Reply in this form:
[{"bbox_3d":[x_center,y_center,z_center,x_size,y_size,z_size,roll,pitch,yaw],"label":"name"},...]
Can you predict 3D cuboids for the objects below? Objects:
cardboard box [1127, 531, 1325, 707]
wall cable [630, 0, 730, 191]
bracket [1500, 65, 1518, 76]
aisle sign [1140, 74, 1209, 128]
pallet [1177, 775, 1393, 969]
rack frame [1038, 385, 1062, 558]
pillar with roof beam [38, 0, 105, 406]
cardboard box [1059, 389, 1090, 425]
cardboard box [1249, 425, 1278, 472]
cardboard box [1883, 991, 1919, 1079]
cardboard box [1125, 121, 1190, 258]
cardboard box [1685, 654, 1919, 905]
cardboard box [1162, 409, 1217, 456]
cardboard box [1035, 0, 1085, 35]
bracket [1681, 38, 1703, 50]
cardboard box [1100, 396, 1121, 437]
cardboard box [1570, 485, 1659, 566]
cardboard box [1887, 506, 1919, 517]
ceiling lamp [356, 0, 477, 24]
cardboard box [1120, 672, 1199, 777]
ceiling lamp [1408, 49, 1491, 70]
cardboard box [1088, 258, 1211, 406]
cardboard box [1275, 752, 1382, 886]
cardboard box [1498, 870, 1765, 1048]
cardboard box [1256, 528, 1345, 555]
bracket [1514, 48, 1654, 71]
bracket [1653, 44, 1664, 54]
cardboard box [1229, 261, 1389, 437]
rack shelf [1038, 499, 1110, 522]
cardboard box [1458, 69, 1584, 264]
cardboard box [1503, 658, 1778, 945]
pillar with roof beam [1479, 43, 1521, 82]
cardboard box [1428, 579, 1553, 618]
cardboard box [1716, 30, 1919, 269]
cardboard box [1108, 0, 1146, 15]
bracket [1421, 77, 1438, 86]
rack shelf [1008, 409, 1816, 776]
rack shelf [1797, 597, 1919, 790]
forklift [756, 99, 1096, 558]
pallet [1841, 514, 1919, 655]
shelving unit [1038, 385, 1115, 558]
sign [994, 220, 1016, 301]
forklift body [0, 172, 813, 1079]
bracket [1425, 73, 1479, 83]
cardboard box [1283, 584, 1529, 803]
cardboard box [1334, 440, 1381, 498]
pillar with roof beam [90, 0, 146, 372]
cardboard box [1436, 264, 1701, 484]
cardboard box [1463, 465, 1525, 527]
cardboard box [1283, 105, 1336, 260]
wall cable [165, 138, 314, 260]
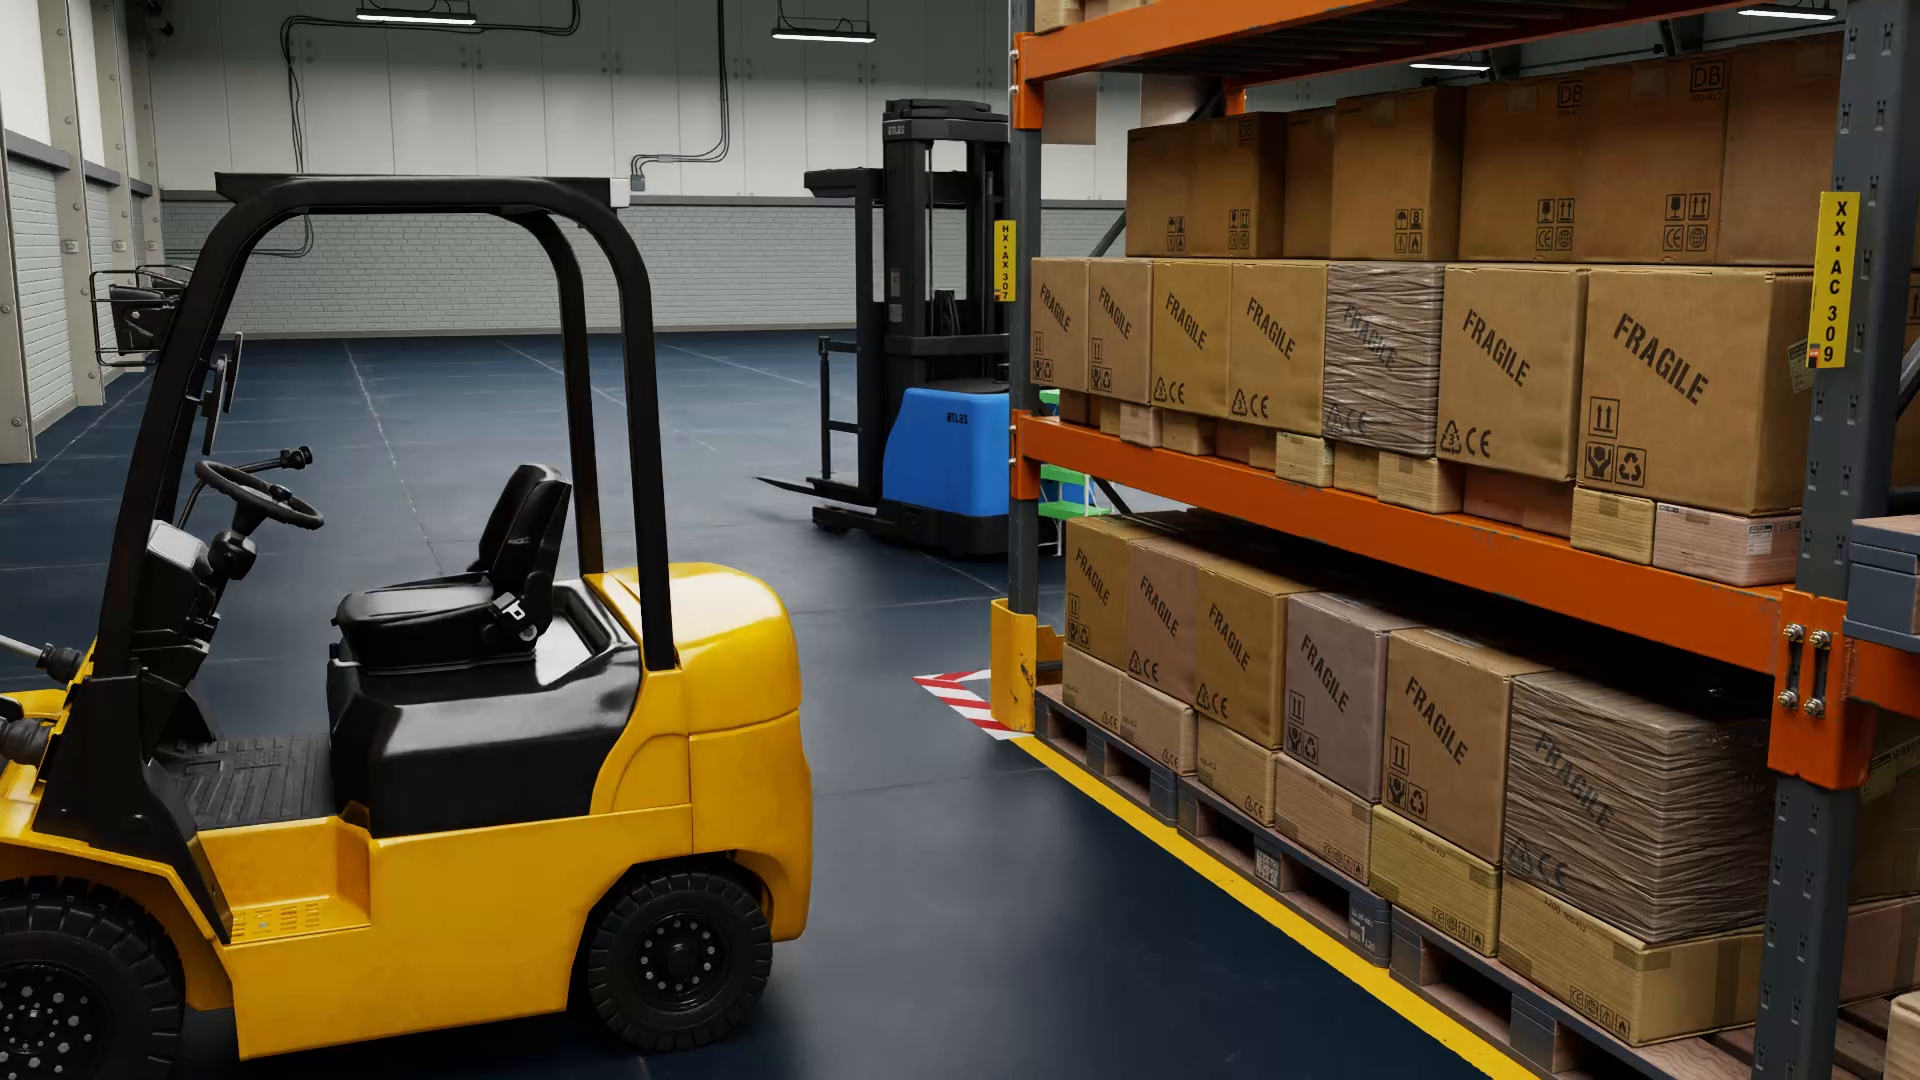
[{"bbox_3d":[0.930,0.267,5.864,0.500,0.500,0.500,-4,11,-23],"label":"cardboard box"},{"bbox_3d":[-6.373,-10.952,37.583,2.305,6.003,0.169,-4,11,-21],"label":"wall cable"},{"bbox_3d":[13.787,-11.794,41.749,0.235,0.232,0.430,-4,11,-21],"label":"bracket"},{"bbox_3d":[0.940,-2.057,6.997,0.394,0.787,0.004,-4,11,-21],"label":"aisle sign"},{"bbox_3d":[1.420,0.970,5.363,1.003,0.211,1.213,-4,11,-21],"label":"pallet"},{"bbox_3d":[0.564,-0.481,10.663,0.240,1.200,0.015,-8,13,-38],"label":"rack frame"},{"bbox_3d":[-7.031,-6.427,21.857,9.100,9.000,0.400,-4,11,-21],"label":"pillar with roof beam"},{"bbox_3d":[0.623,-0.556,6.701,0.380,0.149,0.250,-4,11,-21],"label":"cardboard box"},{"bbox_3d":[1.142,-0.299,5.253,0.380,0.149,0.250,-4,11,-22],"label":"cardboard box"},{"bbox_3d":[2.334,1.077,3.107,0.950,0.372,0.625,-4,11,-20],"label":"cardboard box"},{"bbox_3d":[1.081,-1.367,6.551,0.700,0.500,0.500,-4,11,-22],"label":"cardboard box"},{"bbox_3d":[2.180,0.569,4.170,0.500,0.500,0.500,-3,11,-18],"label":"cardboard box"},{"bbox_3d":[0.922,-0.383,5.727,0.380,0.149,0.250,-4,11,-19],"label":"cardboard box"},{"bbox_3d":[0.510,-2.027,6.403,0.380,0.149,0.250,-4,11,-21],"label":"cardboard box"},{"bbox_3d":[15.961,-10.814,36.243,0.235,0.232,0.430,-4,11,-21],"label":"bracket"},{"bbox_3d":[0.748,-0.468,6.202,0.380,0.149,0.250,-4,11,-23],"label":"cardboard box"},{"bbox_3d":[1.645,-0.046,3.828,0.380,0.149,0.250,-4,11,-20],"label":"cardboard box"},{"bbox_3d":[2.327,-0.044,3.819,0.380,0.149,0.250,-4,11,-21],"label":"cardboard box"},{"bbox_3d":[-9.565,-10.657,28.970,2.000,3.185,0.800,-4,11,-21],"label":"ceiling lamp"},{"bbox_3d":[0.905,0.631,5.958,0.500,0.250,0.500,-3,11,-19],"label":"cardboard box"},{"bbox_3d":[10.744,-12.040,36.745,2.000,3.185,0.800,-4,11,-21],"label":"ceiling lamp"},{"bbox_3d":[0.796,-0.765,6.022,0.500,0.500,0.500,-4,11,-19],"label":"cardboard box"},{"bbox_3d":[1.295,0.802,4.998,0.500,0.250,0.500,-4,11,-20],"label":"cardboard box"},{"bbox_3d":[1.677,0.972,4.044,0.500,0.250,0.500,-3,11,-18],"label":"cardboard box"},{"bbox_3d":[1.418,0.228,6.083,0.500,0.500,0.500,-3,11,-19],"label":"cardboard box"},{"bbox_3d":[14.721,-11.373,39.384,0.076,0.066,4.783,-4,11,-21],"label":"bracket"},{"bbox_3d":[15.661,-10.950,37.004,0.235,0.232,0.430,-4,11,-21],"label":"bracket"},{"bbox_3d":[1.174,-0.600,5.091,0.500,0.500,0.500,-4,11,-22],"label":"cardboard box"},{"bbox_3d":[0.713,-0.146,10.532,0.258,0.148,0.480,-8,13,-38],"label":"rack shelf"},{"bbox_3d":[1.863,-1.038,4.699,0.700,0.500,0.500,-4,11,-22],"label":"cardboard box"},{"bbox_3d":[1.677,0.602,3.979,0.500,0.500,0.500,-4,11,-22],"label":"cardboard box"},{"bbox_3d":[9.955,-9.839,41.035,9.100,9.000,0.548,-4,11,-21],"label":"pillar with roof beam"},{"bbox_3d":[1.789,0.397,5.133,0.500,0.500,0.500,-3,11,-18],"label":"cardboard box"},{"bbox_3d":[2.185,-0.869,3.752,0.700,0.500,0.500,-4,11,-21],"label":"cardboard box"},{"bbox_3d":[0.753,-1.945,5.939,0.380,0.149,0.250,-4,11,-19],"label":"cardboard box"},{"bbox_3d":[12.627,-12.316,44.685,0.235,0.232,0.430,-4,11,-21],"label":"bracket"},{"bbox_3d":[1.417,-0.068,5.292,1.077,0.370,4.000,-4,11,-21],"label":"rack shelf"},{"bbox_3d":[2.867,0.585,1.622,1.077,0.370,4.000,-4,11,-21],"label":"rack shelf"},{"bbox_3d":[-0.395,-1.539,11.704,1.130,2.935,3.031,-8,13,-37],"label":"forklift"},{"bbox_3d":[2.283,0.133,2.657,1.003,0.211,1.213,-4,11,-21],"label":"pallet"},{"bbox_3d":[0.715,-0.445,10.476,0.258,1.200,0.503,-8,13,-38],"label":"shelving unit"},{"bbox_3d":[0.187,-1.140,6.795,0.100,0.325,0.005,-4,11,-21],"label":"sign"},{"bbox_3d":[-1.545,0.179,4.275,2.313,2.155,1.214,-4,11,-21],"label":"forklift body"},{"bbox_3d":[12.841,-12.220,44.143,0.076,0.066,3.189,-4,11,-21],"label":"bracket"},{"bbox_3d":[1.306,0.436,4.913,0.500,0.500,0.500,-3,11,-18],"label":"cardboard box"},{"bbox_3d":[1.305,-0.215,4.778,0.380,0.149,0.250,-4,11,-22],"label":"cardboard box"},{"bbox_3d":[-9.205,-7.407,27.363,9.100,9.000,0.548,-4,11,-21],"label":"pillar with roof beam"},{"bbox_3d":[1.556,-0.432,4.148,0.500,0.500,0.500,-4,11,-19],"label":"cardboard box"},{"bbox_3d":[1.546,-0.135,4.329,0.380,0.149,0.250,-4,11,-22],"label":"cardboard box"},{"bbox_3d":[1.538,-1.207,5.653,0.700,0.500,0.500,-4,11,-22],"label":"cardboard box"},{"bbox_3d":[-15.227,-7.149,34.780,3.097,2.526,0.112,-4,11,-21],"label":"wall cable"}]
